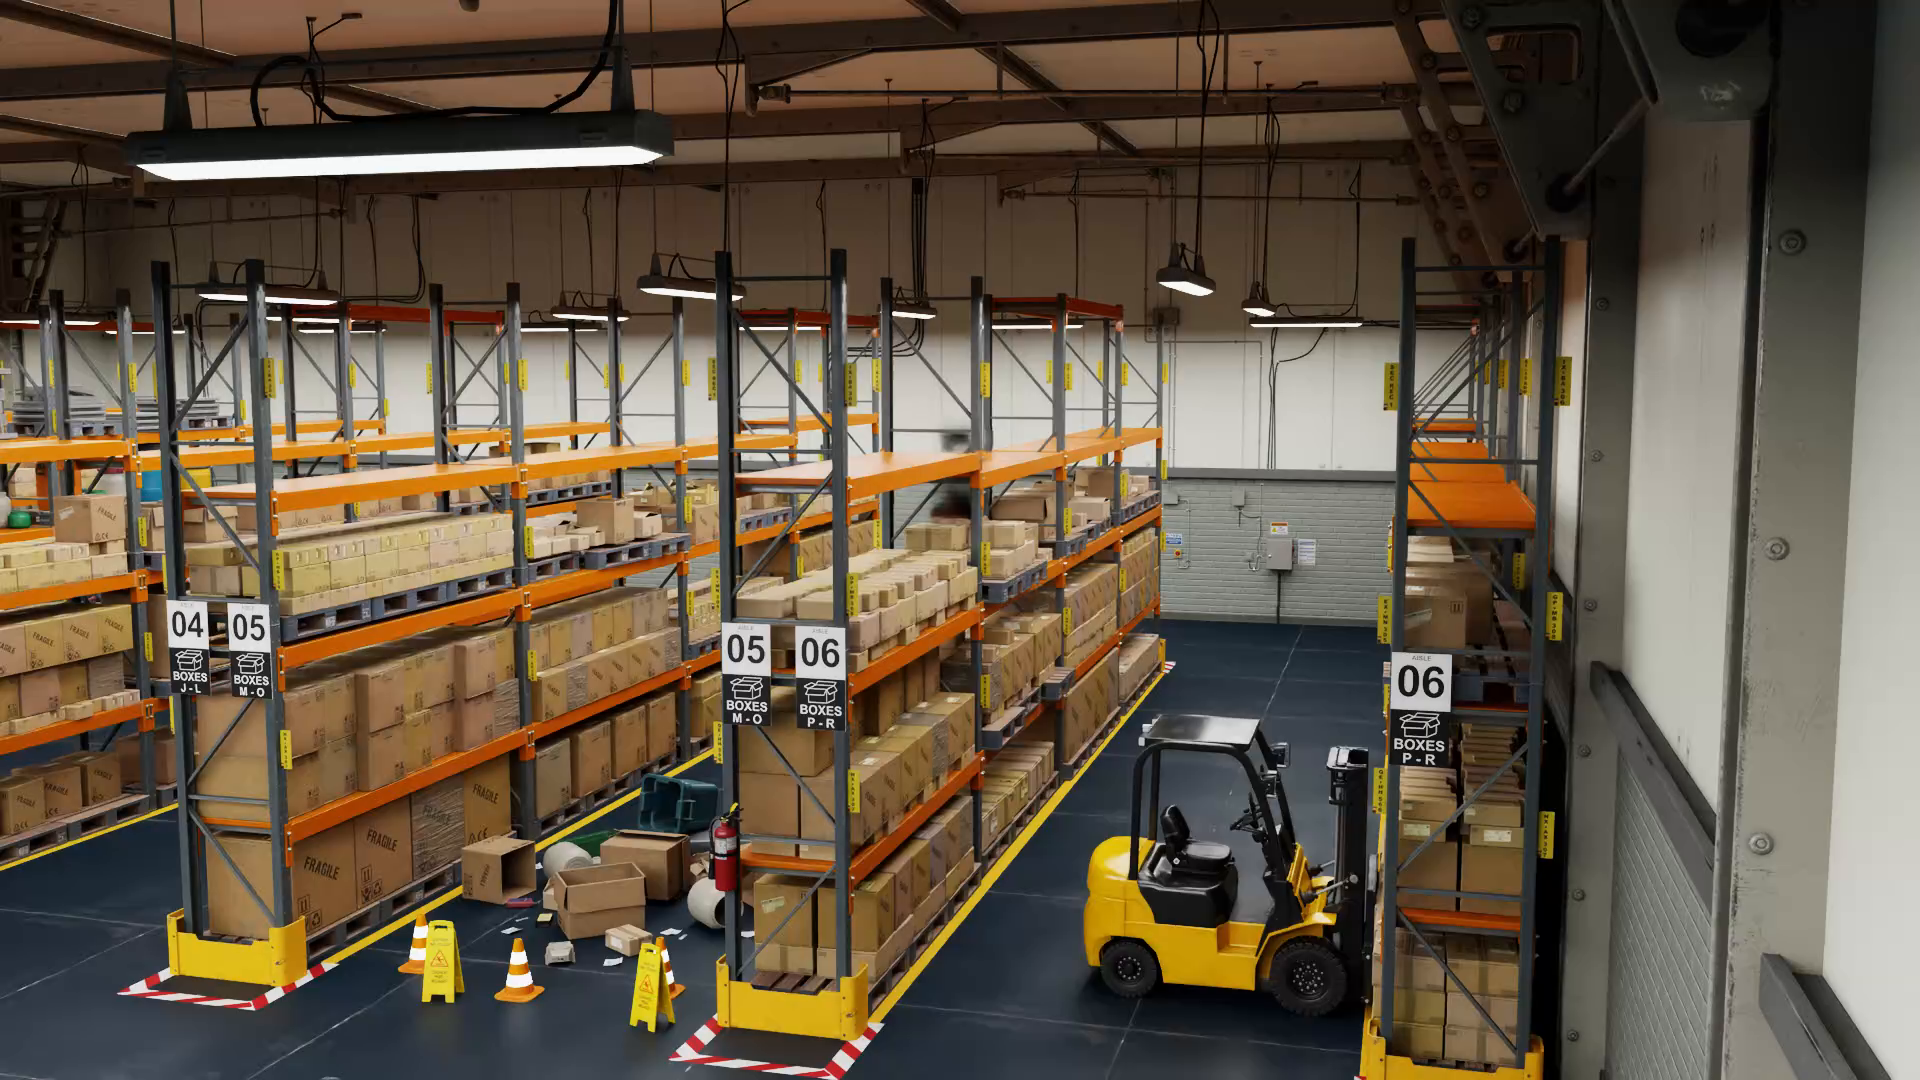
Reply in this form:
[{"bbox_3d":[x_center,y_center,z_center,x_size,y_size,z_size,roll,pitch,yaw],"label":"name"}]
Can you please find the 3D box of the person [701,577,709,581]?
[{"bbox_3d":[-4.200,1.429,27.851,0.585,1.612,0.615,3,7,23],"label":"person"}]
